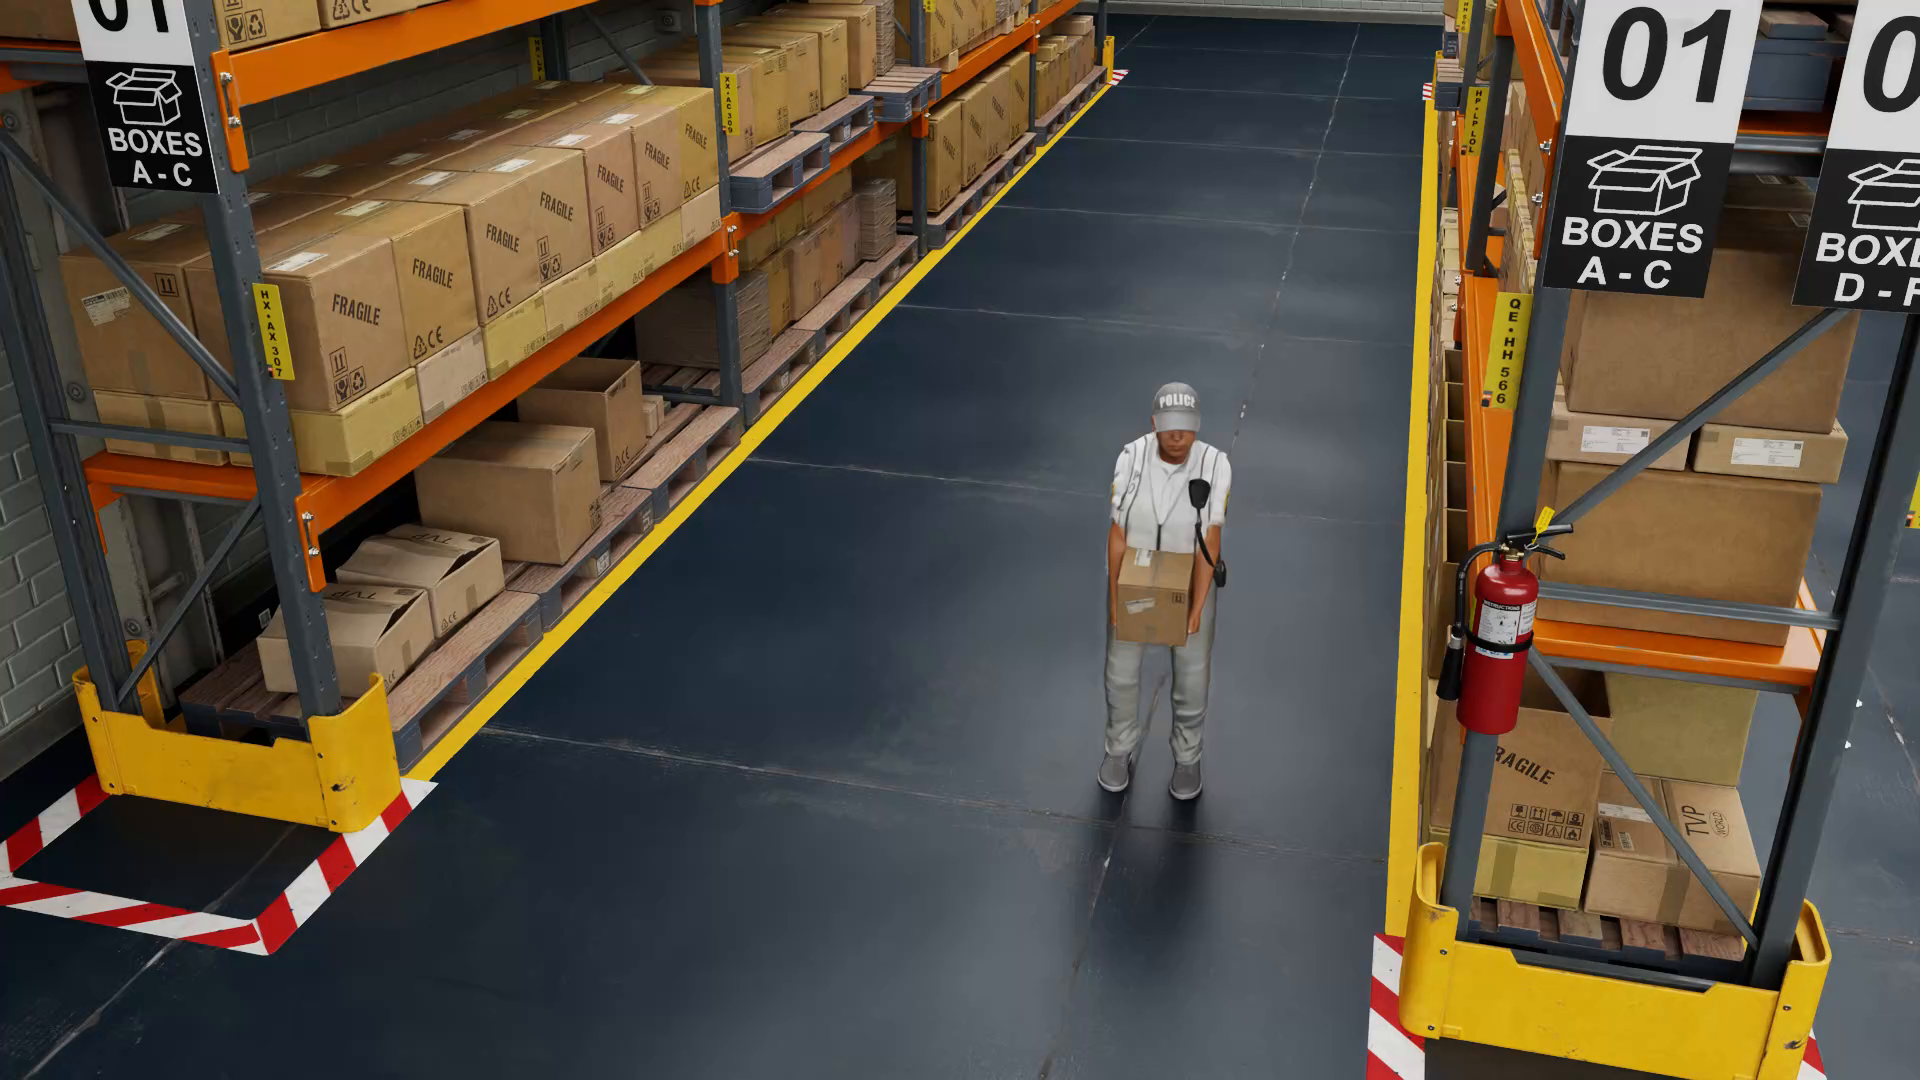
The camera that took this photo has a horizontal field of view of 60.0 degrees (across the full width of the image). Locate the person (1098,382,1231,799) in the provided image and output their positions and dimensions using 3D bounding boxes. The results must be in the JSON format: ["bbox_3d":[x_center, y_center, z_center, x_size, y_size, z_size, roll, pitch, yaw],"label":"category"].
[{"bbox_3d":[0.752,0.210,6.184,0.452,1.660,0.560,5,26,11],"label":"person"}]
